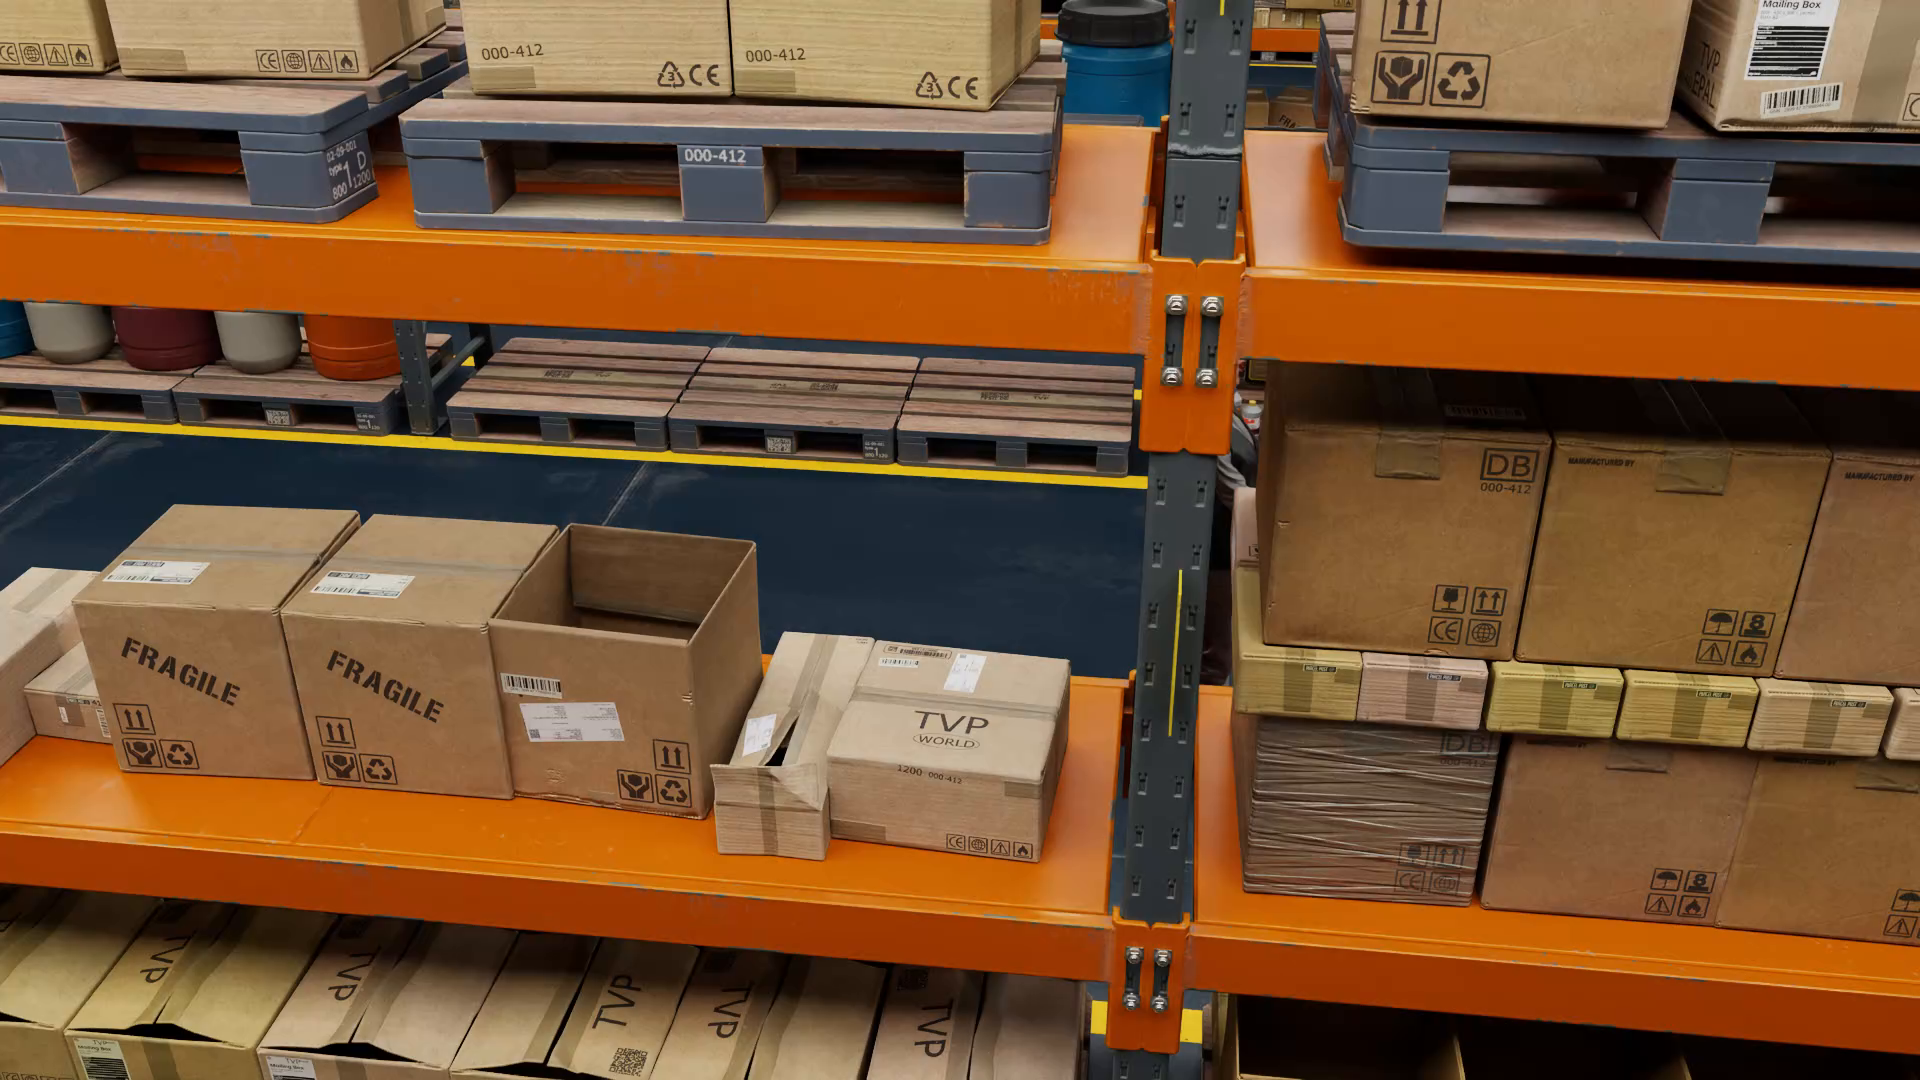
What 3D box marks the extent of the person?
[{"bbox_3d":[0.981,0.046,6.064,0.550,1.721,0.500,3,28,6],"label":"person"}]
